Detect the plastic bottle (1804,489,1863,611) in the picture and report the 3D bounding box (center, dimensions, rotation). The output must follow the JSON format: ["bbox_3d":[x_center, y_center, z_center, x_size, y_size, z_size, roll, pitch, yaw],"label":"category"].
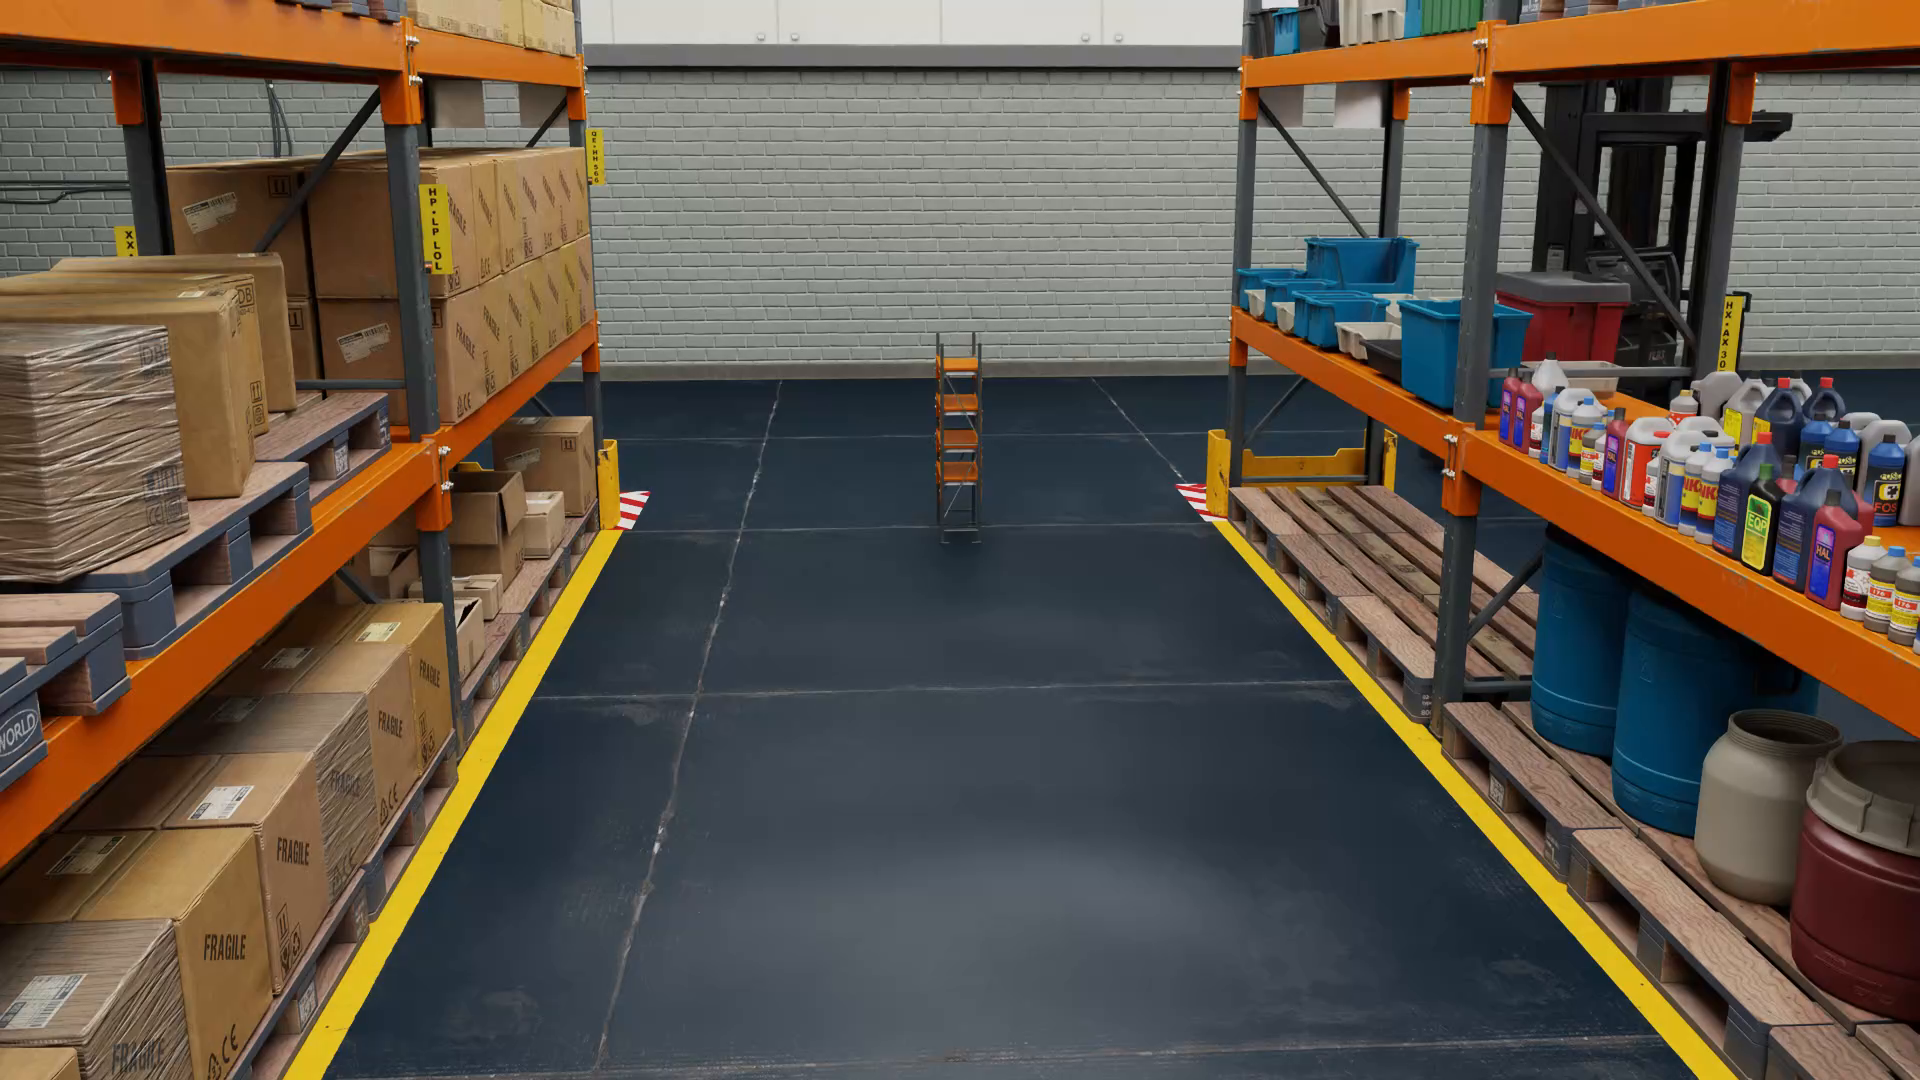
[{"bbox_3d":[2.185,0.023,4.151,0.061,0.283,0.133,-1,14,-3],"label":"plastic bottle"}]

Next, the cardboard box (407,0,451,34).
[{"bbox_3d":[-2.269,-2.079,6.369,0.500,0.250,0.500,-1,14,-3],"label":"cardboard box"}]

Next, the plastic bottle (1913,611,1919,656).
[{"bbox_3d":[2.228,0.130,3.760,0.097,0.271,0.097,0,14,0],"label":"plastic bottle"}]

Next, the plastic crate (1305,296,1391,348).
[{"bbox_3d":[1.998,-1.124,8.592,0.416,0.233,0.300,-1,14,-3],"label":"plastic crate"}]

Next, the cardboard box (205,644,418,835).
[{"bbox_3d":[-2.147,0.664,5.558,0.500,0.500,0.500,-1,14,-3],"label":"cardboard box"}]

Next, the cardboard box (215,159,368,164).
[{"bbox_3d":[-2.810,-1.356,7.071,0.500,0.500,0.500,-1,14,-5],"label":"cardboard box"}]

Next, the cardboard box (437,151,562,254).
[{"bbox_3d":[-2.362,-1.741,8.566,0.500,0.500,0.500,0,14,-2],"label":"cardboard box"}]

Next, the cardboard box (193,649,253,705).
[{"bbox_3d":[-2.655,0.680,5.499,0.500,0.500,0.500,-1,14,-3],"label":"cardboard box"}]

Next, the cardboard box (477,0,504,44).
[{"bbox_3d":[-2.325,-2.328,7.336,0.500,0.250,0.500,-1,14,-3],"label":"cardboard box"}]

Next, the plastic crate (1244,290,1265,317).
[{"bbox_3d":[1.835,-1.399,9.851,0.250,0.136,0.298,-1,14,-3],"label":"plastic crate"}]

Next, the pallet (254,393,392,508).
[{"bbox_3d":[-2.545,-0.281,5.484,1.003,0.211,1.213,-1,14,-3],"label":"pallet"}]

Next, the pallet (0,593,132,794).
[{"bbox_3d":[-2.350,0.346,3.048,1.213,0.211,1.003,-1,14,-3],"label":"pallet"}]

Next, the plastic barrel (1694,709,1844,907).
[{"bbox_3d":[2.465,0.805,5.028,0.421,0.512,0.421,0,14,0],"label":"plastic barrel"}]

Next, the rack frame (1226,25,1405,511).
[{"bbox_3d":[2.211,-1.645,10.399,1.000,3.000,0.127,-1,14,-3],"label":"rack frame"}]

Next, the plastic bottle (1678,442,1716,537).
[{"bbox_3d":[2.159,-0.149,4.846,0.097,0.271,0.097,0,14,0],"label":"plastic bottle"}]

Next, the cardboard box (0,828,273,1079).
[{"bbox_3d":[-2.250,1.339,2.833,1.136,0.551,3.017,-1,14,-5],"label":"cardboard box"}]

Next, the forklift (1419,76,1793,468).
[{"bbox_3d":[4.563,-1.716,10.815,1.130,2.935,3.031,-9,17,-32],"label":"forklift"}]

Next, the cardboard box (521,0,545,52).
[{"bbox_3d":[-2.374,-2.577,8.303,0.500,0.250,0.500,-1,14,-3],"label":"cardboard box"}]

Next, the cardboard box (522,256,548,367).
[{"bbox_3d":[-2.342,-1.132,8.206,0.500,0.500,0.500,-1,14,-4],"label":"cardboard box"}]

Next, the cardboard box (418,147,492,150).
[{"bbox_3d":[-2.969,-1.988,9.524,0.500,0.500,0.500,0,14,-2],"label":"cardboard box"}]

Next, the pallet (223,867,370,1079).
[{"bbox_3d":[-2.319,1.282,4.621,1.003,0.211,1.213,-1,14,-3],"label":"pallet"}]

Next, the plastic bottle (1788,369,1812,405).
[{"bbox_3d":[2.842,-0.403,5.670,0.144,0.351,0.185,-1,14,-3],"label":"plastic bottle"}]

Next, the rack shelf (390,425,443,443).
[{"bbox_3d":[-2.609,-0.853,8.229,0.919,0.052,3.809,-1,14,-3],"label":"rack shelf"}]

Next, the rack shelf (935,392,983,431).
[{"bbox_3d":[-0.010,-0.774,9.998,0.258,0.148,0.480,-1,14,-3],"label":"rack shelf"}]

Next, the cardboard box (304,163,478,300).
[{"bbox_3d":[-2.234,-1.229,6.575,0.500,0.500,0.500,-1,14,-2],"label":"cardboard box"}]

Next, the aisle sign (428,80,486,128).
[{"bbox_3d":[-3.031,-2.841,9.830,0.394,0.787,0.004,-1,14,-3],"label":"aisle sign"}]

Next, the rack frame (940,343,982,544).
[{"bbox_3d":[0.005,-0.562,9.801,0.240,1.200,0.015,-1,14,-3],"label":"rack frame"}]

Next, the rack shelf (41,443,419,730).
[{"bbox_3d":[-2.362,0.142,4.363,0.919,0.052,3.809,-1,14,-3],"label":"rack shelf"}]

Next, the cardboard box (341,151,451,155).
[{"bbox_3d":[-2.903,-1.733,8.535,0.500,0.500,0.500,-1,14,-3],"label":"cardboard box"}]

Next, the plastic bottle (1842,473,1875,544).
[{"bbox_3d":[2.317,-0.025,4.339,0.061,0.283,0.133,-1,14,-3],"label":"plastic bottle"}]

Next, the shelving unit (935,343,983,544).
[{"bbox_3d":[-0.010,-0.622,10.035,0.258,1.200,0.499,-1,14,-3],"label":"shelving unit"}]

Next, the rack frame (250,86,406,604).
[{"bbox_3d":[-2.489,-0.574,6.239,0.949,2.616,0.053,-1,14,-3],"label":"rack frame"}]

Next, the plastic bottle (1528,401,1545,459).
[{"bbox_3d":[2.089,-0.394,5.938,0.097,0.201,0.097,0,14,0],"label":"plastic bottle"}]

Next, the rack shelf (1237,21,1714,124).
[{"bbox_3d":[2.335,-2.252,8.182,1.077,0.370,4.000,-1,14,-3],"label":"rack shelf"}]

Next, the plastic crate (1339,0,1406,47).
[{"bbox_3d":[2.040,-2.484,7.880,0.437,0.282,0.530,-1,14,-3],"label":"plastic crate"}]

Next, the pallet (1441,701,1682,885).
[{"bbox_3d":[2.465,0.893,6.132,1.003,0.211,1.213,-1,14,-3],"label":"pallet"}]

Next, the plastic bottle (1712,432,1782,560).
[{"bbox_3d":[2.197,-0.129,4.607,0.144,0.351,0.185,-1,14,-3],"label":"plastic bottle"}]

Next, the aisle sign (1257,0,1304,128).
[{"bbox_3d":[1.910,-2.917,10.127,0.394,0.787,0.004,-1,14,-3],"label":"aisle sign"}]

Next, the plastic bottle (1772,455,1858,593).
[{"bbox_3d":[2.216,-0.050,4.299,0.144,0.351,0.185,-1,14,-3],"label":"plastic bottle"}]

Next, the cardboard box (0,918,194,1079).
[{"bbox_3d":[-2.019,1.170,3.592,0.500,0.500,0.500,-1,14,-5],"label":"cardboard box"}]

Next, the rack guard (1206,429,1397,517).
[{"bbox_3d":[2.196,-0.440,10.733,1.175,0.500,0.348,-1,14,-3],"label":"rack guard"}]

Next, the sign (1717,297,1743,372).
[{"bbox_3d":[3.008,-0.792,6.530,0.100,0.325,0.005,-1,14,-3],"label":"sign"}]

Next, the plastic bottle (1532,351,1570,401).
[{"bbox_3d":[2.159,-0.524,6.140,0.144,0.351,0.185,-1,14,-3],"label":"plastic bottle"}]

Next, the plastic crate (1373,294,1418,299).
[{"bbox_3d":[2.442,-1.346,9.647,0.396,0.136,0.243,-1,14,-3],"label":"plastic crate"}]

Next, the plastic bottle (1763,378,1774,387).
[{"bbox_3d":[2.866,-0.444,5.965,0.061,0.283,0.133,-1,14,-3],"label":"plastic bottle"}]

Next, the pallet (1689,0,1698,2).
[{"bbox_3d":[2.678,-1.536,4.335,1.003,0.211,1.213,-1,14,-3],"label":"pallet"}]

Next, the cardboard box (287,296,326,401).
[{"bbox_3d":[-2.773,-0.743,6.695,0.500,0.500,0.500,-1,14,-3],"label":"cardboard box"}]

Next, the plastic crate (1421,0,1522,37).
[{"bbox_3d":[2.131,-2.101,6.577,0.450,0.188,0.662,-1,14,-3],"label":"plastic crate"}]

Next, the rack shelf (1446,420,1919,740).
[{"bbox_3d":[2.582,0.196,4.689,1.077,0.370,4.000,-1,14,-3],"label":"rack shelf"}]

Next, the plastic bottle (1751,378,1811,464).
[{"bbox_3d":[2.710,-0.354,5.483,0.144,0.351,0.185,-1,14,-3],"label":"plastic bottle"}]

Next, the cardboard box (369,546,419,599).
[{"bbox_3d":[-2.850,0.191,7.778,0.500,0.311,0.500,-1,14,-3],"label":"cardboard box"}]

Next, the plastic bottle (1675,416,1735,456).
[{"bbox_3d":[2.316,-0.241,5.192,0.152,0.276,0.135,-1,14,-3],"label":"plastic bottle"}]
